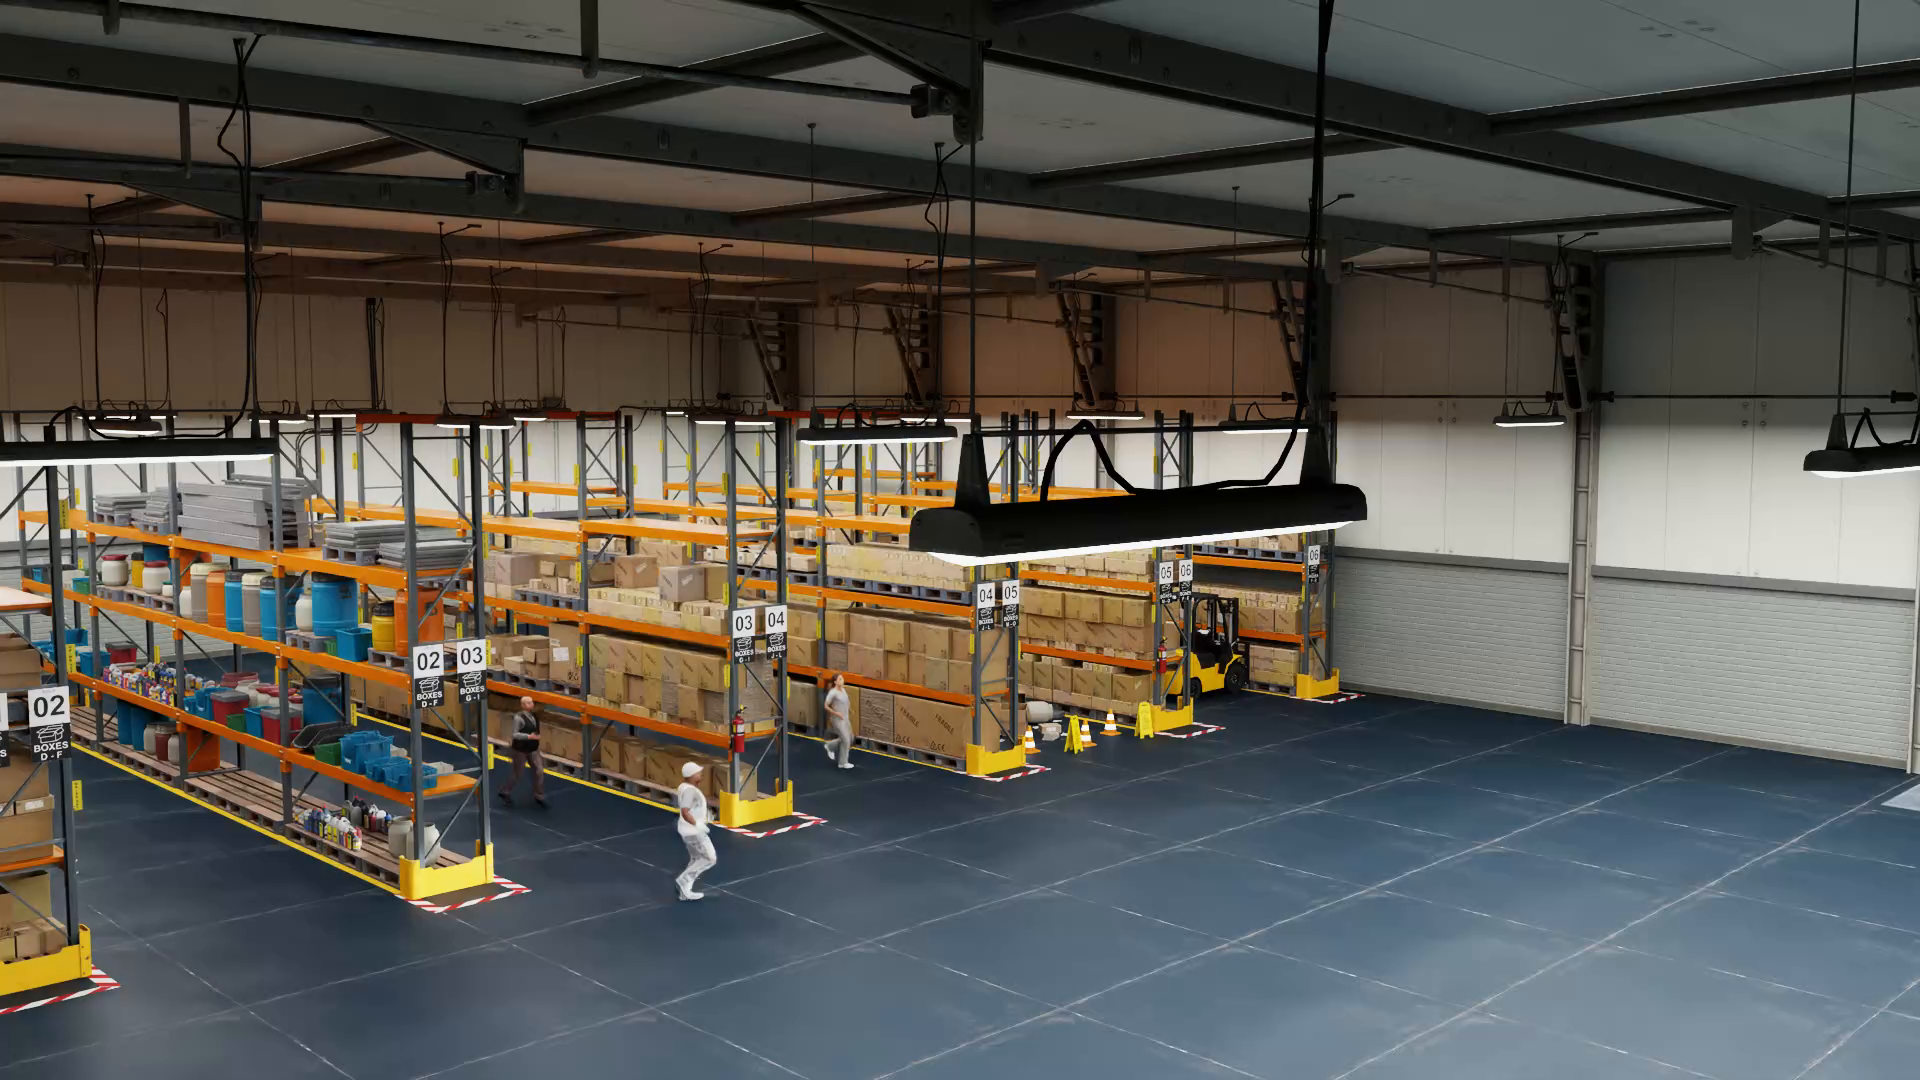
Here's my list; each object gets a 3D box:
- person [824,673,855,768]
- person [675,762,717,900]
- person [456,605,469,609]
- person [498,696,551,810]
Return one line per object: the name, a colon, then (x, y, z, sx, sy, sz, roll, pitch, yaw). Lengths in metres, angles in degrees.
person: (-2.084, 3.061, 28.313, 0.635, 1.621, 0.565, 3, 6, 32)
person: (-3.311, 3.644, 20.860, 0.582, 1.736, 0.656, -2, 5, -21)
person: (-11.851, 2.108, 39.534, 0.625, 1.588, 0.680, 2, 5, 18)
person: (-6.701, 3.258, 25.531, 0.900, 1.749, 0.622, 3, 6, 28)
